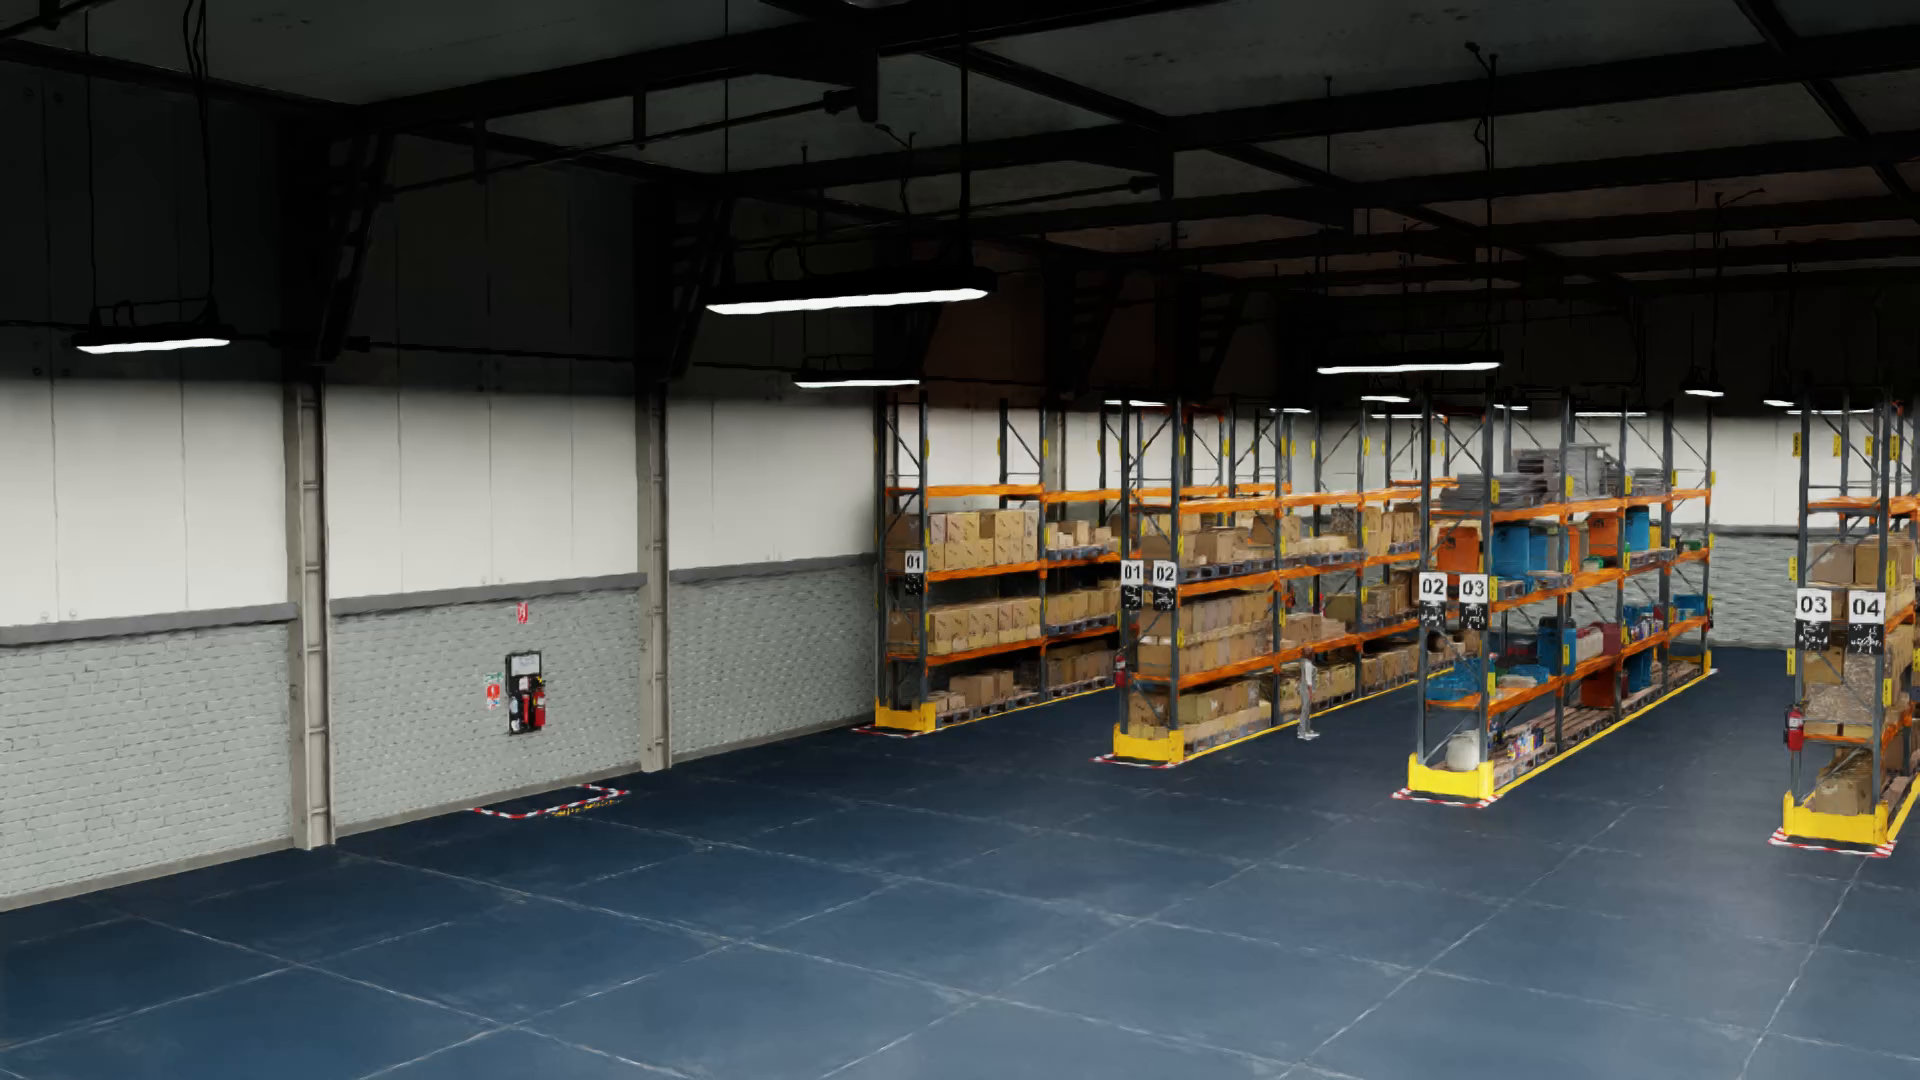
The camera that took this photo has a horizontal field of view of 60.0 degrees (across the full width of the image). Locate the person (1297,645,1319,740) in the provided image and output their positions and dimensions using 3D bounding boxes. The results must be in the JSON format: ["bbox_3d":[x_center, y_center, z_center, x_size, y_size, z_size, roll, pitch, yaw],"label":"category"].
[{"bbox_3d":[5.984,2.606,28.536,0.401,1.599,0.465,0,3,4],"label":"person"}]

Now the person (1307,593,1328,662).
[{"bbox_3d":[8.146,2.052,37.631,0.677,1.742,0.552,2,4,33],"label":"person"}]
